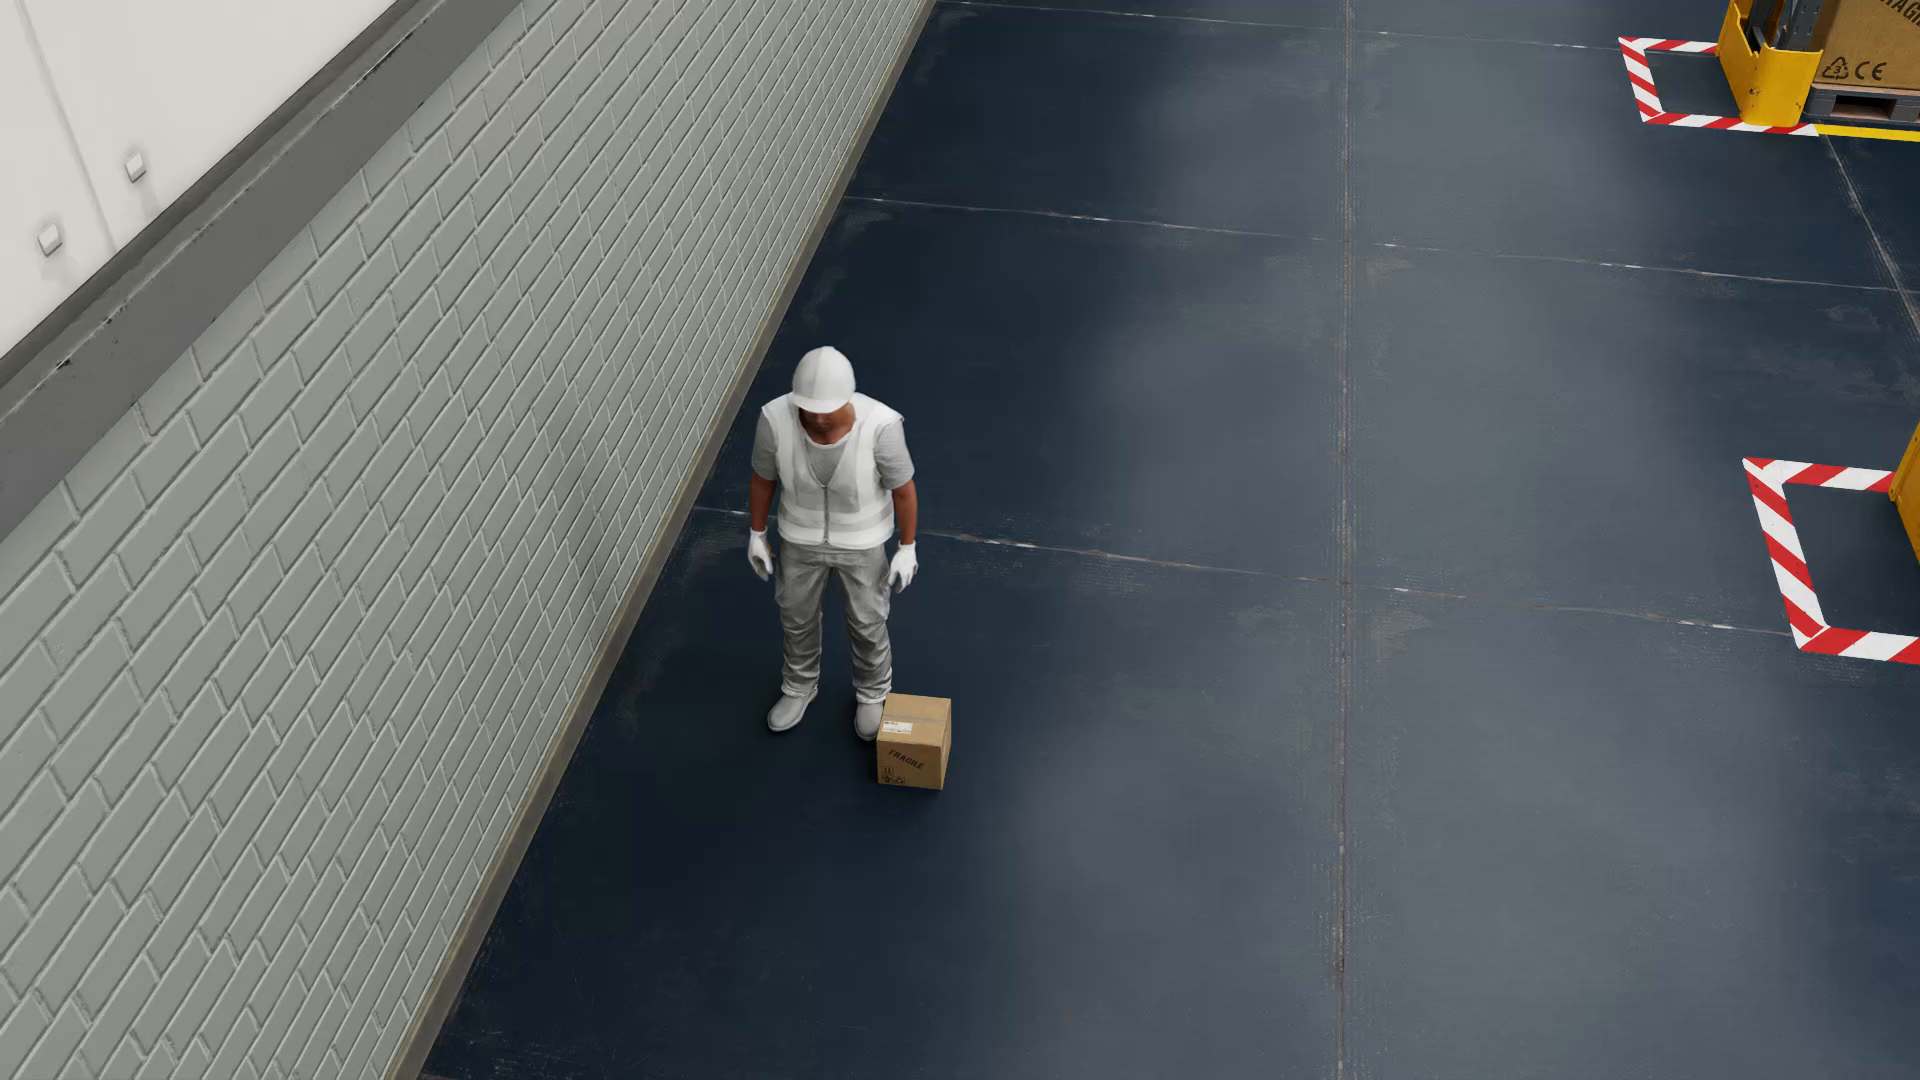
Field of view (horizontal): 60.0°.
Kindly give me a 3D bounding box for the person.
[{"bbox_3d":[-0.468,0.014,6.131,0.633,1.775,0.449,5,40,6],"label":"person"}]
